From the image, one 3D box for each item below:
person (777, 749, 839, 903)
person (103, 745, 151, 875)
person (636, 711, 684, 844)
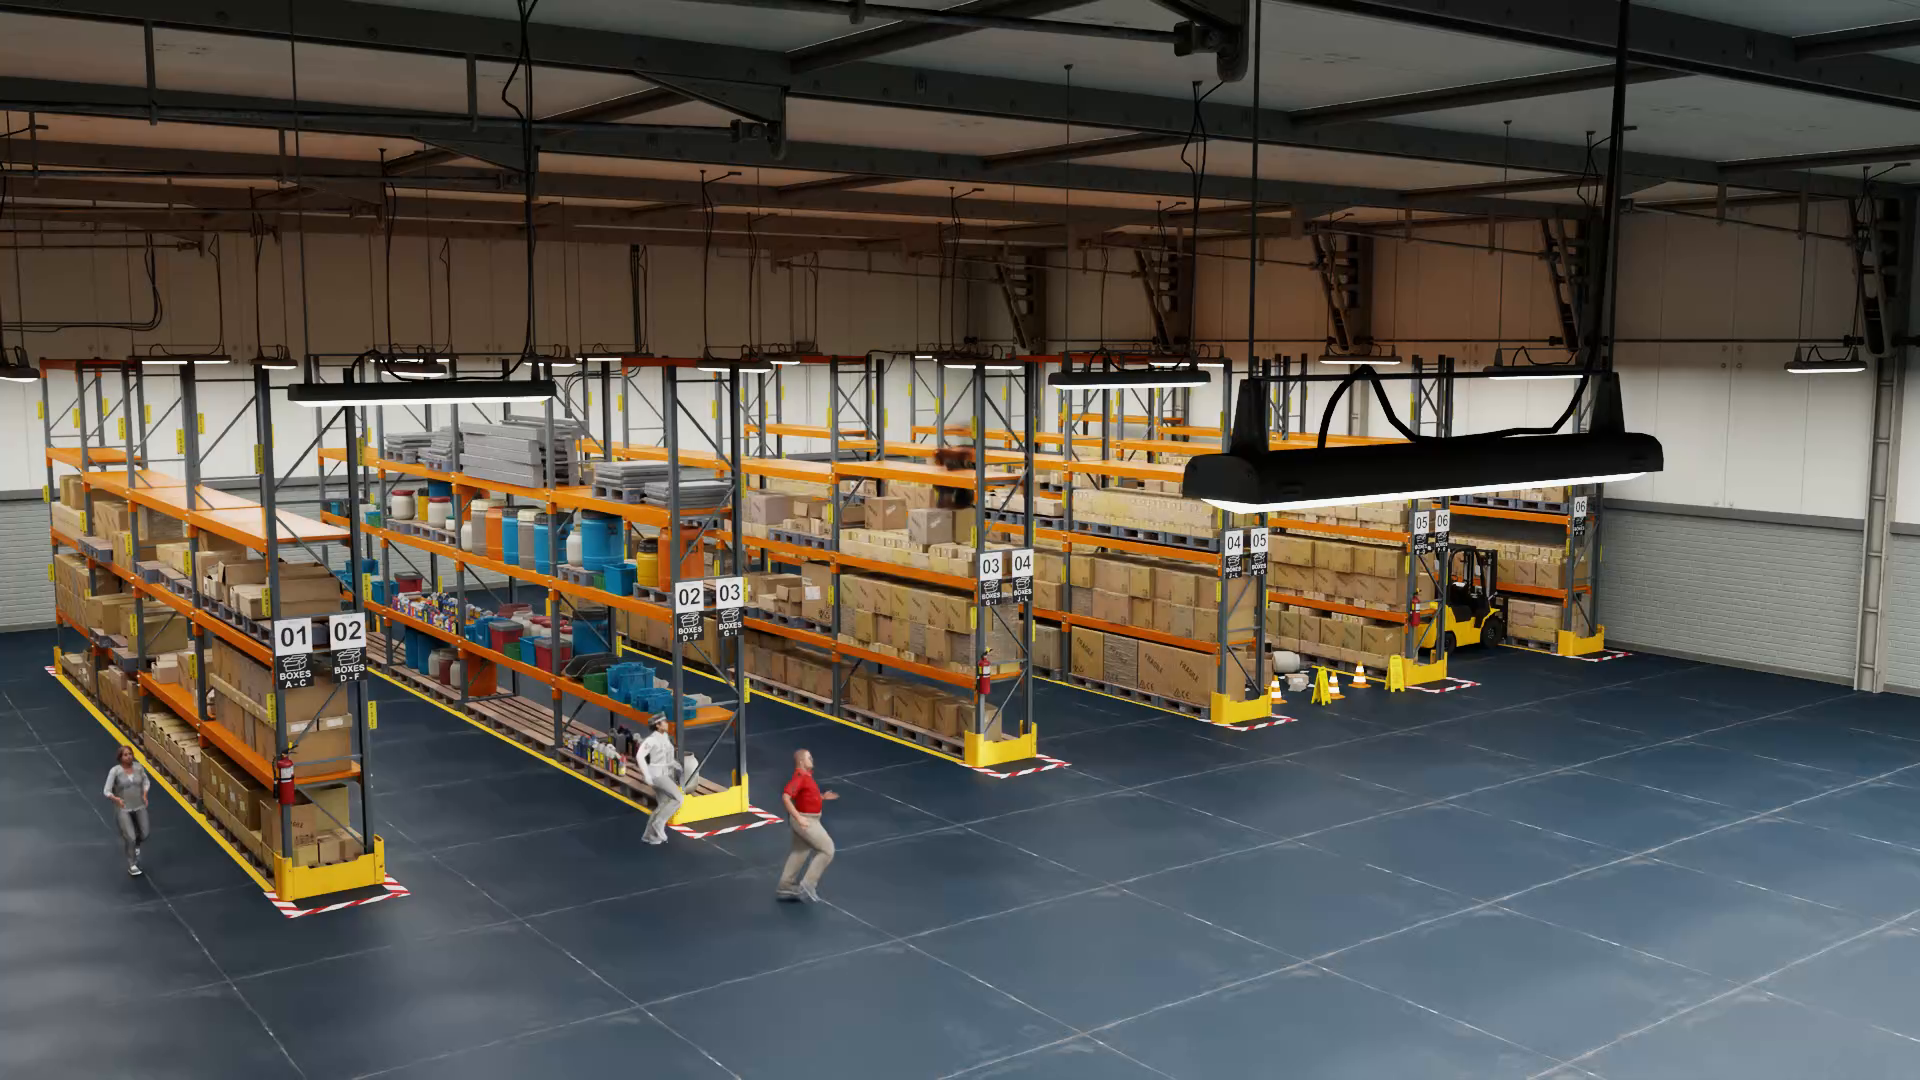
[{"bbox_3d":[-1.716,3.235,18.847,0.711,1.760,0.639,-2,7,-12],"label":"person"},{"bbox_3d":[-9.853,3.208,19.738,0.532,1.531,0.559,-6,9,-43],"label":"person"},{"bbox_3d":[-3.742,2.990,21.040,0.559,1.642,0.604,1,7,6],"label":"person"}]
